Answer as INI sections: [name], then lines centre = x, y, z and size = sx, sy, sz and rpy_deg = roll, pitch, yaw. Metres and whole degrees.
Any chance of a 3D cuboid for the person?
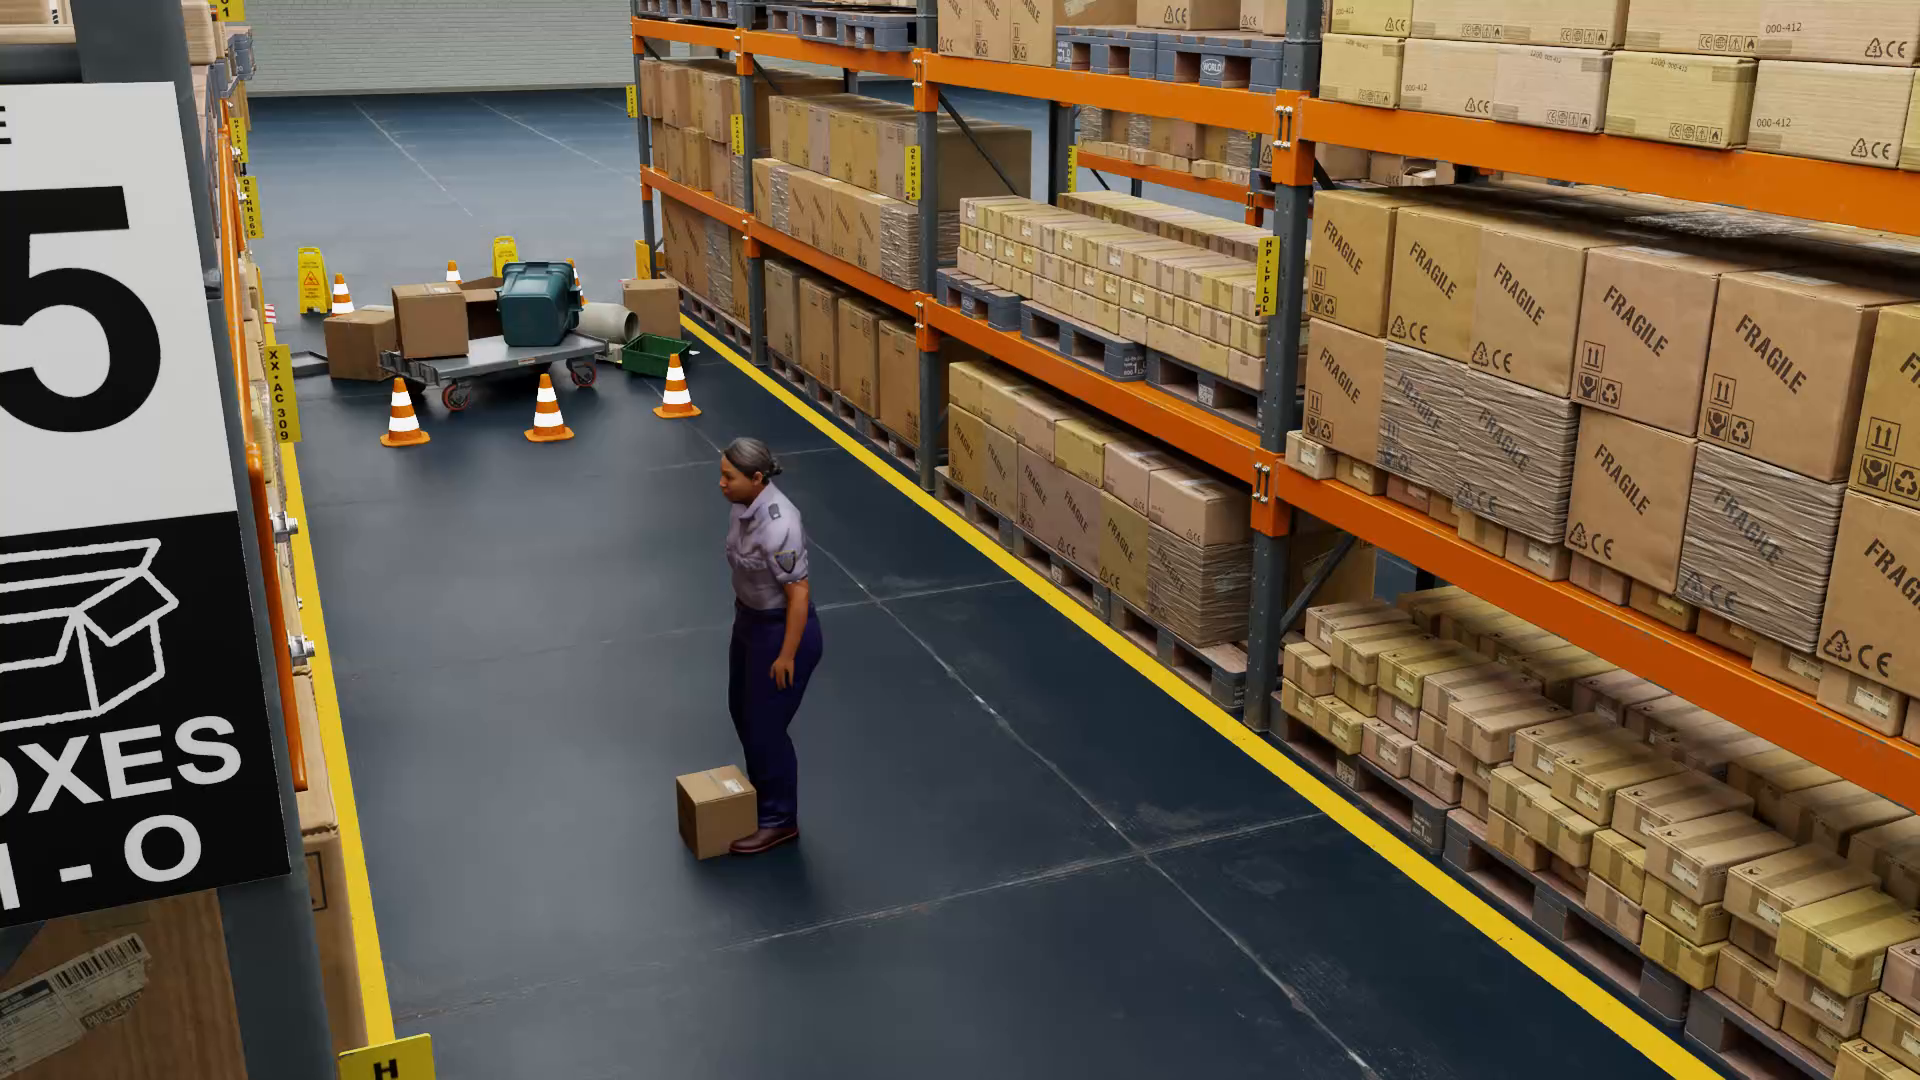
[person]
centre = -0.774, 0.438, 6.478
size = 0.425, 1.537, 0.551
rpy_deg = -9, 21, -25
